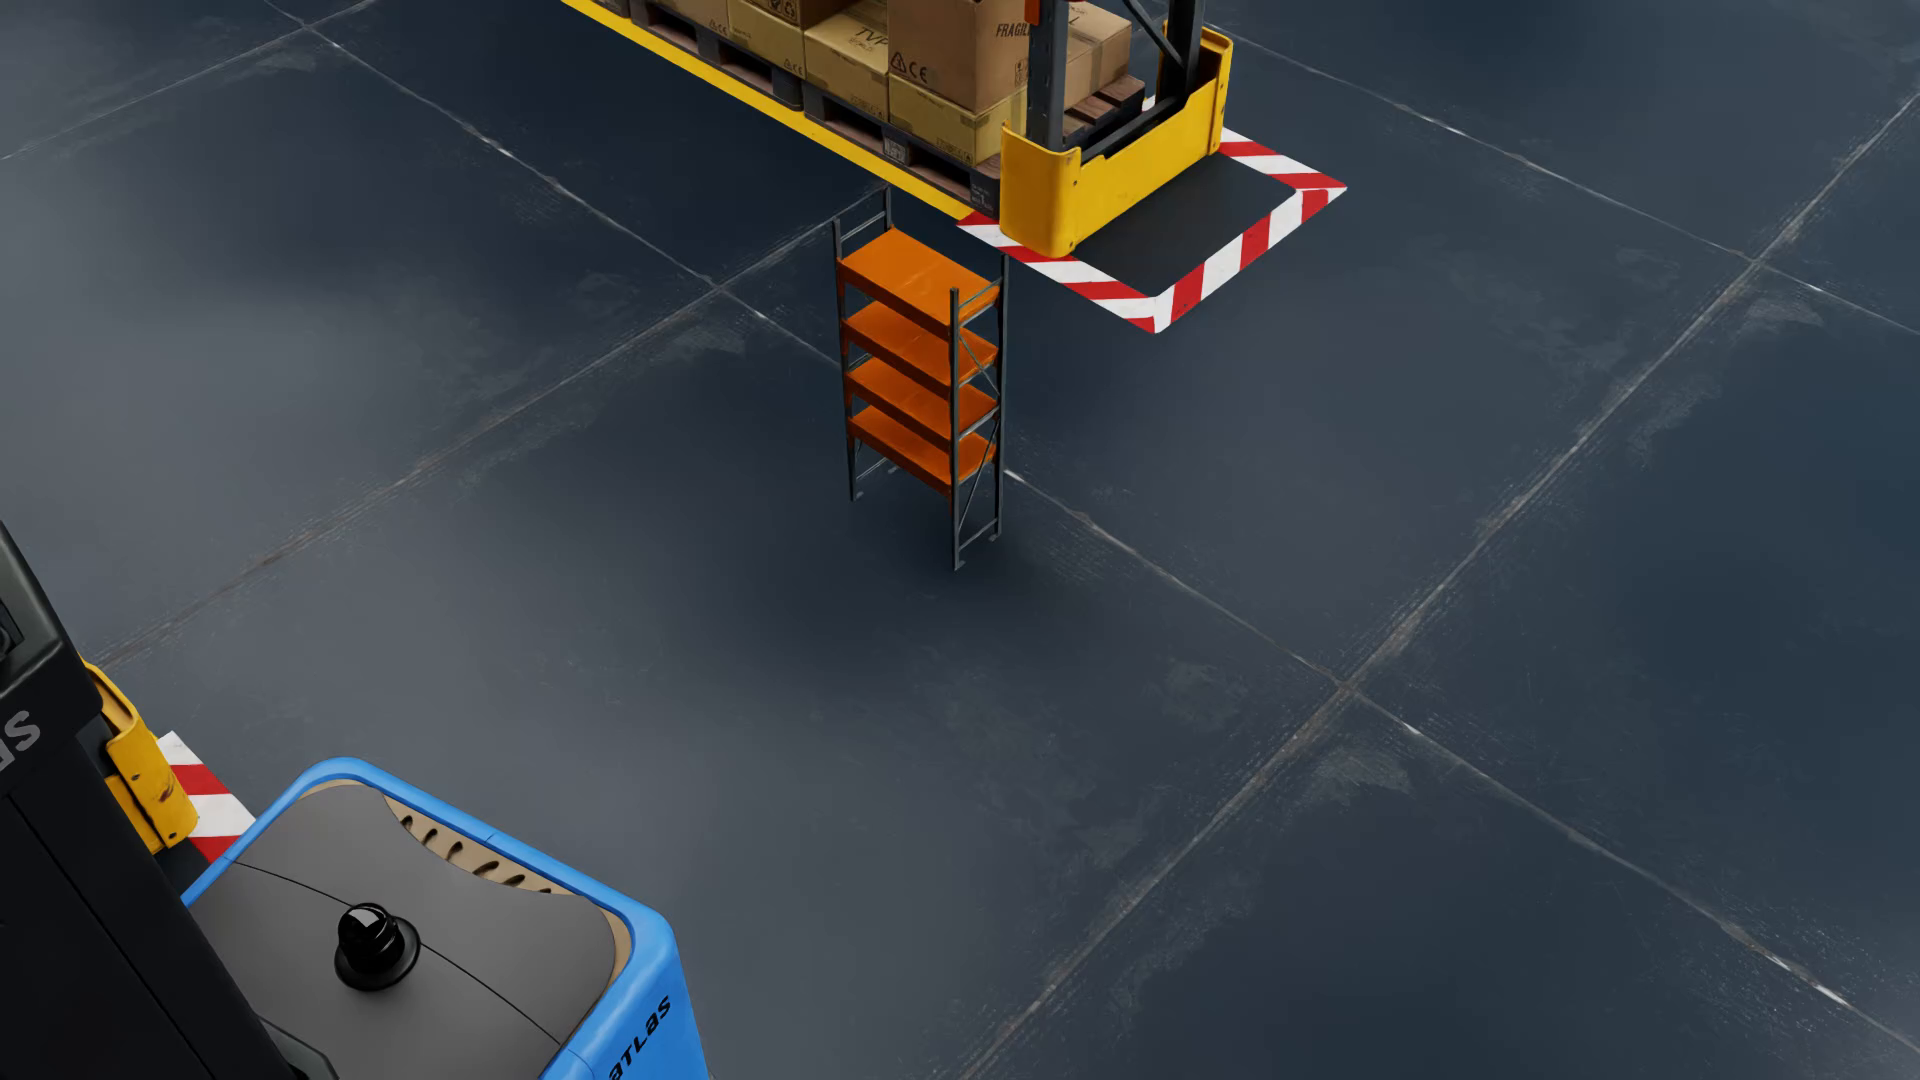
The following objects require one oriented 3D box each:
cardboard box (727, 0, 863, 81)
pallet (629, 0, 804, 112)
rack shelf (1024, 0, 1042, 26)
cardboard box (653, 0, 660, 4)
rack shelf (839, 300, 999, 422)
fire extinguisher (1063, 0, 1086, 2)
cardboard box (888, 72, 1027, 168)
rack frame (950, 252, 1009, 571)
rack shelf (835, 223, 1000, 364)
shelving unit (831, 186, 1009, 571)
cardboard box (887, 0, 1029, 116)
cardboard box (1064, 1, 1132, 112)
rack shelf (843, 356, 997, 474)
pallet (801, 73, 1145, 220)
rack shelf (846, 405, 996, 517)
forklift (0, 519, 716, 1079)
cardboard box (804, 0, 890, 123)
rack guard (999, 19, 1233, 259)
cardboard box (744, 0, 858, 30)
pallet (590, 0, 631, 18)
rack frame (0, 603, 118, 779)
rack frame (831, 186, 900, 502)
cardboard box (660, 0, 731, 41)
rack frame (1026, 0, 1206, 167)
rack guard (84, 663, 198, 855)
[{"bbox_3d":[-0.695,-2.371,7.516,0.500,0.250,0.500,34,55,28],"label":"cardboard box"},{"bbox_3d":[-0.839,-2.579,8.026,1.213,0.211,1.003,34,55,28],"label":"pallet"},{"bbox_3d":[-0.826,-3.317,7.300,4.000,0.370,1.077,34,55,28],"label":"rack shelf"},{"bbox_3d":[-1.433,-2.863,7.978,0.500,0.250,0.500,34,55,28],"label":"cardboard box"},{"bbox_3d":[-0.122,-0.600,5.275,0.480,0.148,0.258,34,55,28],"label":"rack shelf"},{"bbox_3d":[0.415,-2.240,5.849,0.183,0.674,0.296,34,55,28],"label":"fire extinguisher"},{"bbox_3d":[0.049,-1.884,7.059,0.500,0.250,0.500,34,55,28],"label":"cardboard box"},{"bbox_3d":[0.058,-0.372,5.276,0.015,1.200,0.240,34,55,28],"label":"rack frame"},{"bbox_3d":[-0.122,-0.762,5.103,0.480,0.148,0.258,34,55,28],"label":"rack shelf"},{"bbox_3d":[-0.122,-0.493,5.389,0.503,1.200,0.258,34,55,28],"label":"shelving unit"},{"bbox_3d":[0.047,-2.139,6.785,0.500,0.500,0.500,34,55,28],"label":"cardboard box"},{"bbox_3d":[0.400,-2.161,7.320,0.500,0.250,0.500,34,55,28],"label":"cardboard box"},{"bbox_3d":[-0.122,-0.446,5.438,0.480,0.148,0.258,34,55,28],"label":"rack shelf"},{"bbox_3d":[0.053,-1.975,7.460,1.213,0.211,1.003,34,55,28],"label":"pallet"},{"bbox_3d":[-0.122,-0.311,5.583,0.480,0.148,0.258,34,55,28],"label":"rack shelf"},{"bbox_3d":[-1.736,1.321,2.499,1.130,2.935,3.031,22,50,19],"label":"forklift"},{"bbox_3d":[-0.327,-2.124,7.285,0.500,0.250,0.500,34,55,28],"label":"cardboard box"},{"bbox_3d":[0.661,-1.707,7.010,0.348,0.500,1.175,34,55,28],"label":"rack guard"},{"bbox_3d":[-0.697,-2.626,7.241,0.500,0.500,0.500,34,55,28],"label":"cardboard box"},{"bbox_3d":[-1.740,-3.182,8.593,1.213,0.211,1.003,34,55,28],"label":"pallet"},{"bbox_3d":[-2.714,0.081,3.616,0.127,3.000,1.000,34,55,28],"label":"rack frame"},{"bbox_3d":[-0.301,-0.613,5.503,0.015,1.200,0.240,34,55,28],"label":"rack frame"},{"bbox_3d":[-1.062,-2.619,7.749,0.500,0.250,0.500,34,55,28],"label":"cardboard box"},{"bbox_3d":[0.643,-2.574,6.109,0.127,3.000,1.000,34,55,28],"label":"rack frame"},{"bbox_3d":[-2.770,0.900,4.563,0.348,0.500,1.175,34,55,28],"label":"rack guard"}]
